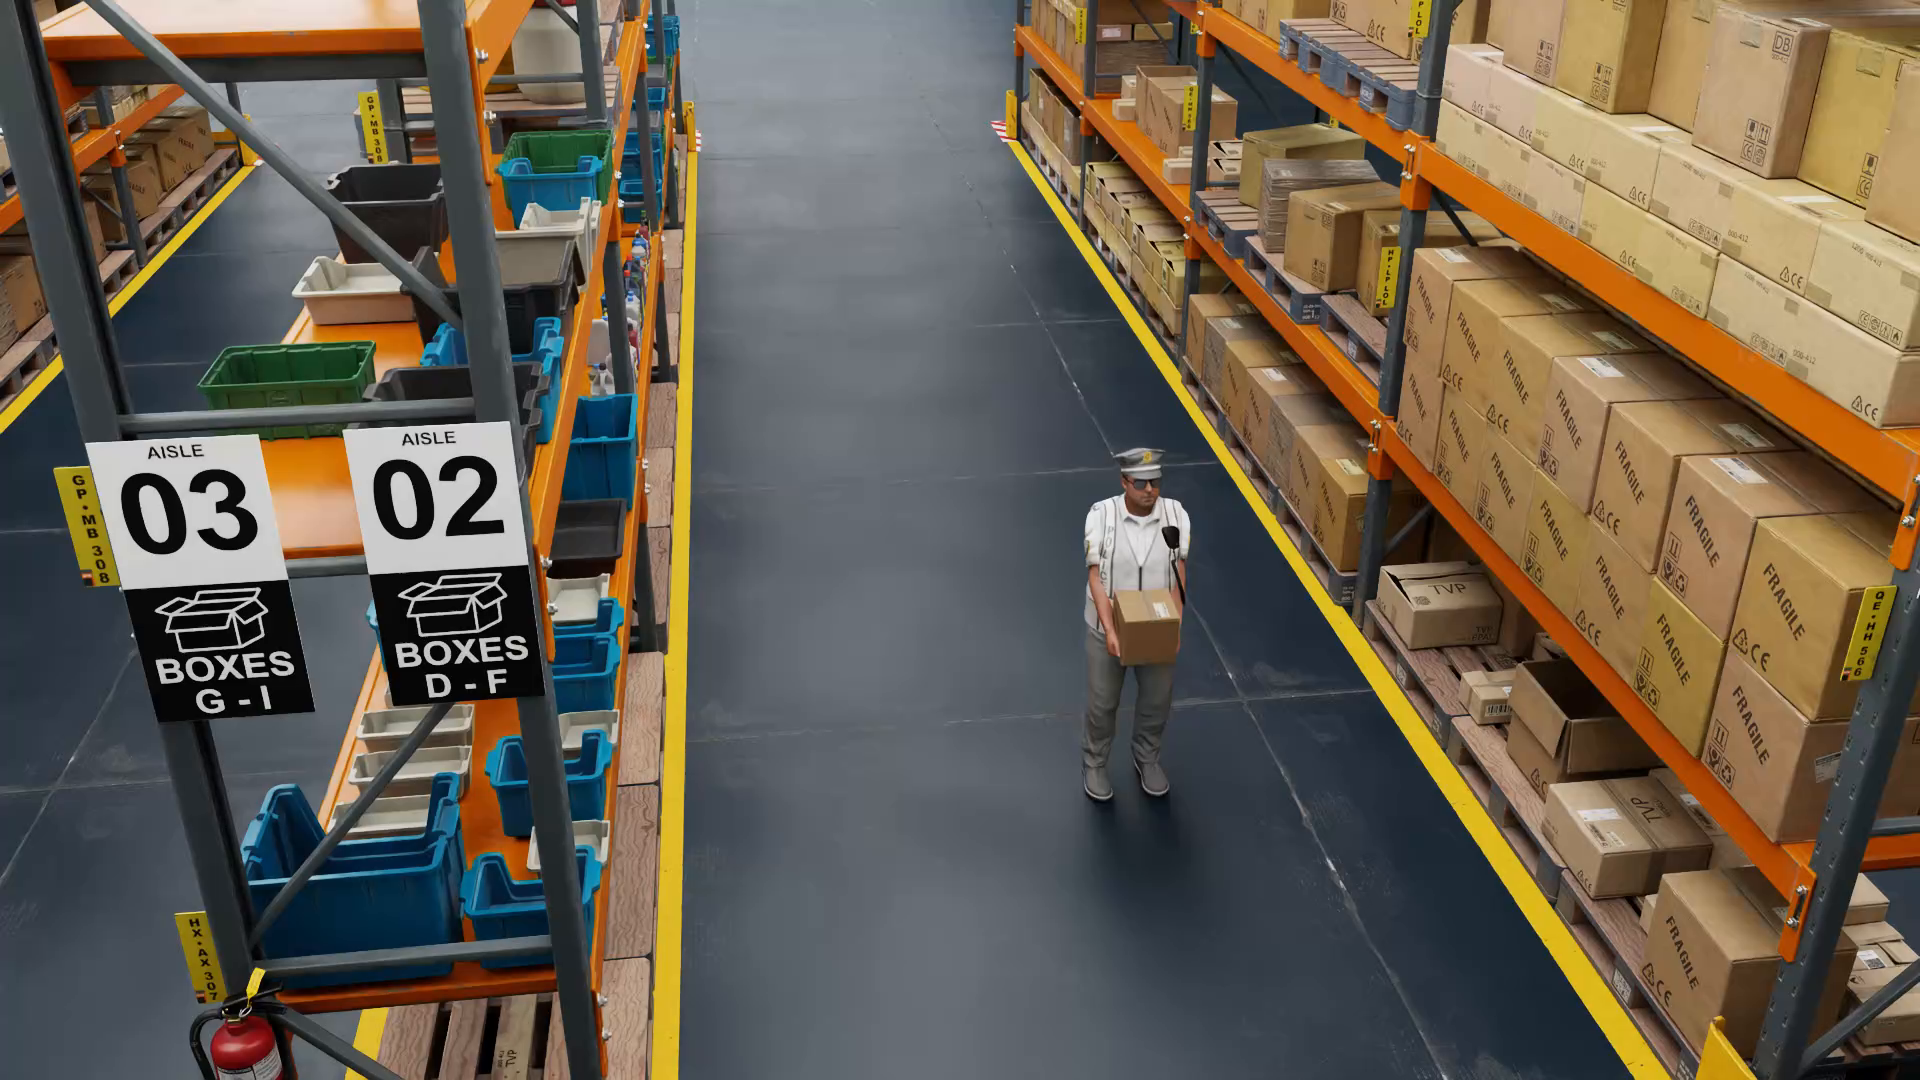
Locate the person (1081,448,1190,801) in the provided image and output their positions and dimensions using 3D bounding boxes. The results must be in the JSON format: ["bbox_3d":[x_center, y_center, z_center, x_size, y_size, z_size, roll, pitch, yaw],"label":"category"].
[{"bbox_3d":[0.830,0.419,7.768,0.494,1.766,0.565,-3,27,-6],"label":"person"}]
